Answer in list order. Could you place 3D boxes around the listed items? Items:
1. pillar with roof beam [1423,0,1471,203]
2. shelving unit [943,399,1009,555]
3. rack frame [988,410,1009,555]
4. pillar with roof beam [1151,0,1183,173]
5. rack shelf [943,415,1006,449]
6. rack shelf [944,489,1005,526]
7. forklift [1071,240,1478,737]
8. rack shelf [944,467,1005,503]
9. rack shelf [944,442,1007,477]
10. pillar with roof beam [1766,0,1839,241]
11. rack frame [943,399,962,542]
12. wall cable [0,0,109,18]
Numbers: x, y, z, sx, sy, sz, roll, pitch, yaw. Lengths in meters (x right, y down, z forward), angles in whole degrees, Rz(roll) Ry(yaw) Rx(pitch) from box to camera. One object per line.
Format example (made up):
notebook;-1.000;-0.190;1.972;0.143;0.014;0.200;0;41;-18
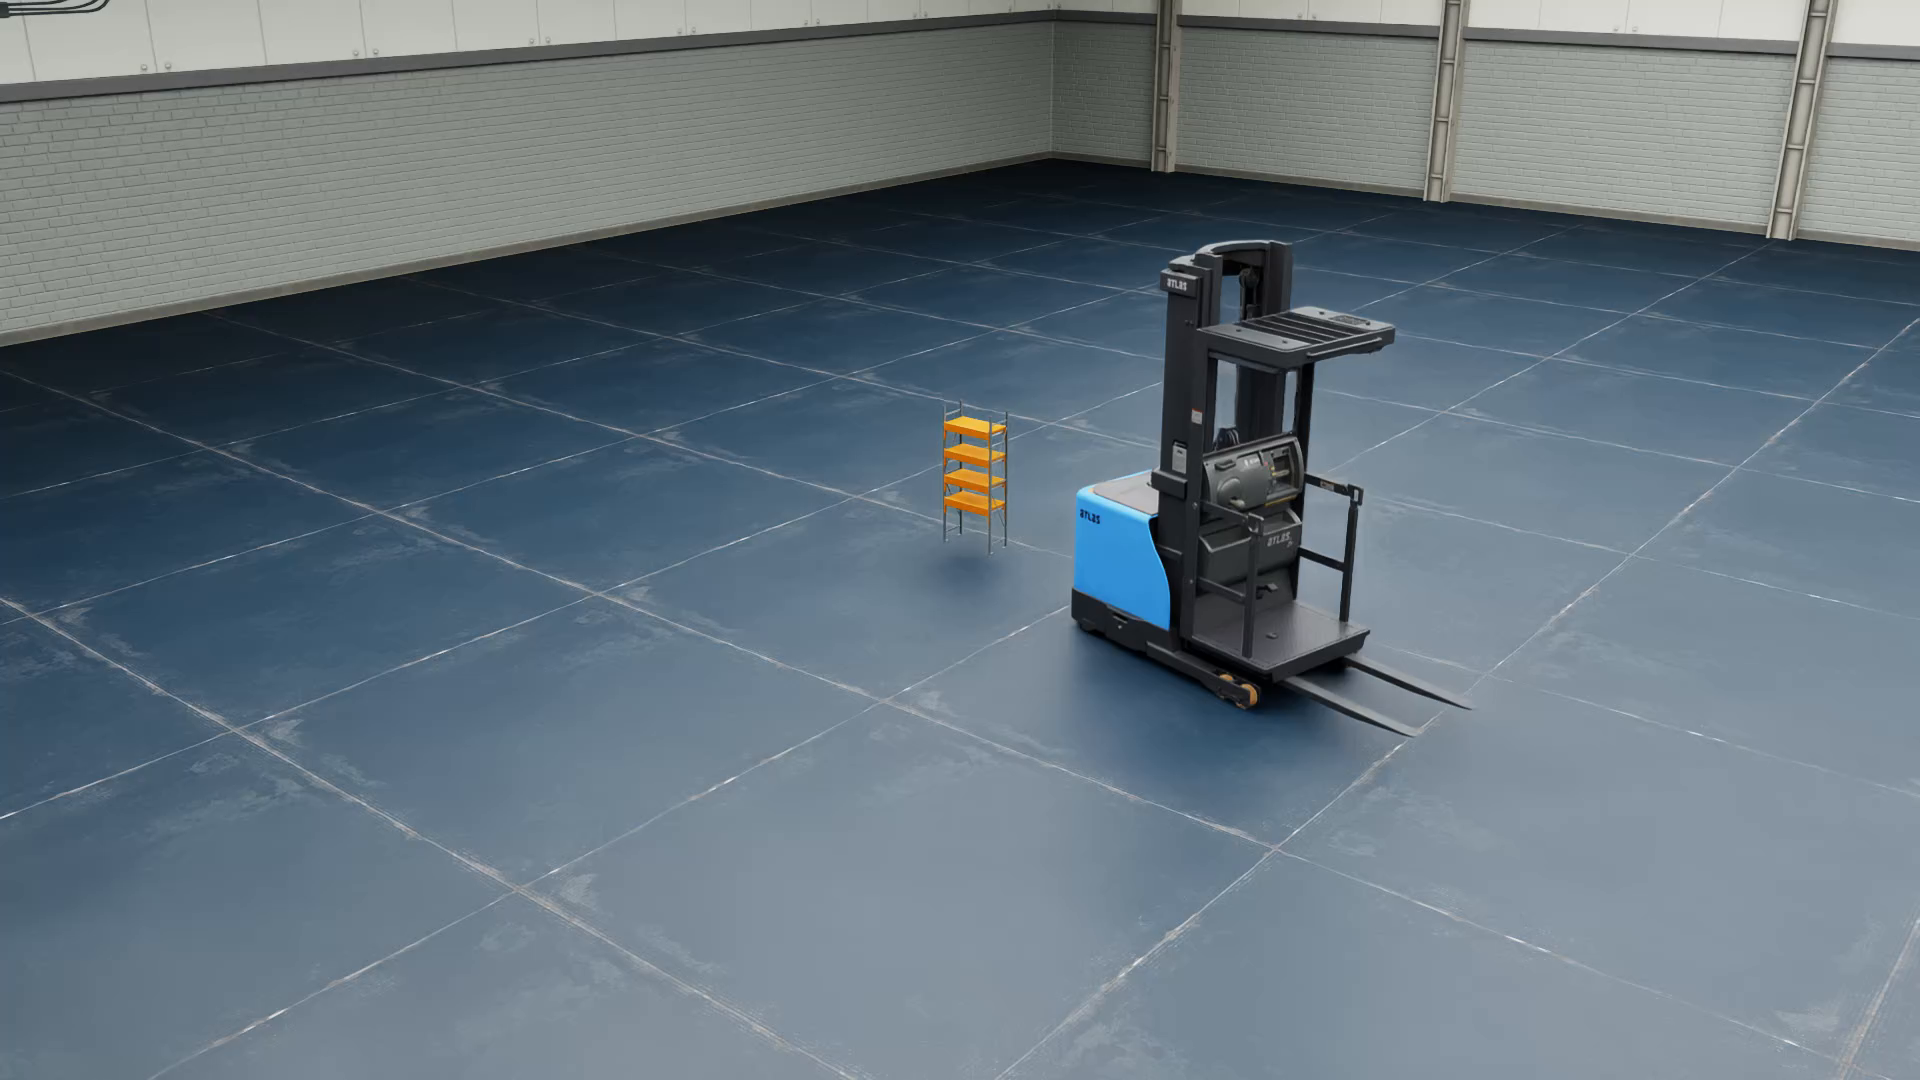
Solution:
pillar with roof beam;6.133;-9.342;26.190;0.400;9.000;9.100;16;26;36
shelving unit;0.128;-0.524;13.861;0.503;1.200;0.258;16;26;36
rack frame;0.317;-0.470;13.716;0.015;1.200;0.240;16;26;36
pillar with roof beam;1.484;-10.680;29.739;0.400;9.000;9.100;16;26;36
rack shelf;0.128;-0.892;13.722;0.480;0.148;0.258;16;26;36
rack shelf;0.128;-0.276;13.955;0.480;0.148;0.258;16;26;36
forklift;2.136;-0.436;11.172;1.130;2.935;3.031;-15;26;-35
rack shelf;0.128;-0.462;13.885;0.480;0.148;0.258;16;26;36
rack shelf;0.128;-0.671;13.806;0.480;0.148;0.258;16;26;36
pillar with roof beam;10.781;-8.003;22.640;0.400;9.000;9.100;16;26;36
rack frame;-0.061;-0.579;14.005;0.015;1.200;0.240;16;26;36
wall cable;-11.142;-8.448;19.000;0.169;6.003;2.305;16;26;36
